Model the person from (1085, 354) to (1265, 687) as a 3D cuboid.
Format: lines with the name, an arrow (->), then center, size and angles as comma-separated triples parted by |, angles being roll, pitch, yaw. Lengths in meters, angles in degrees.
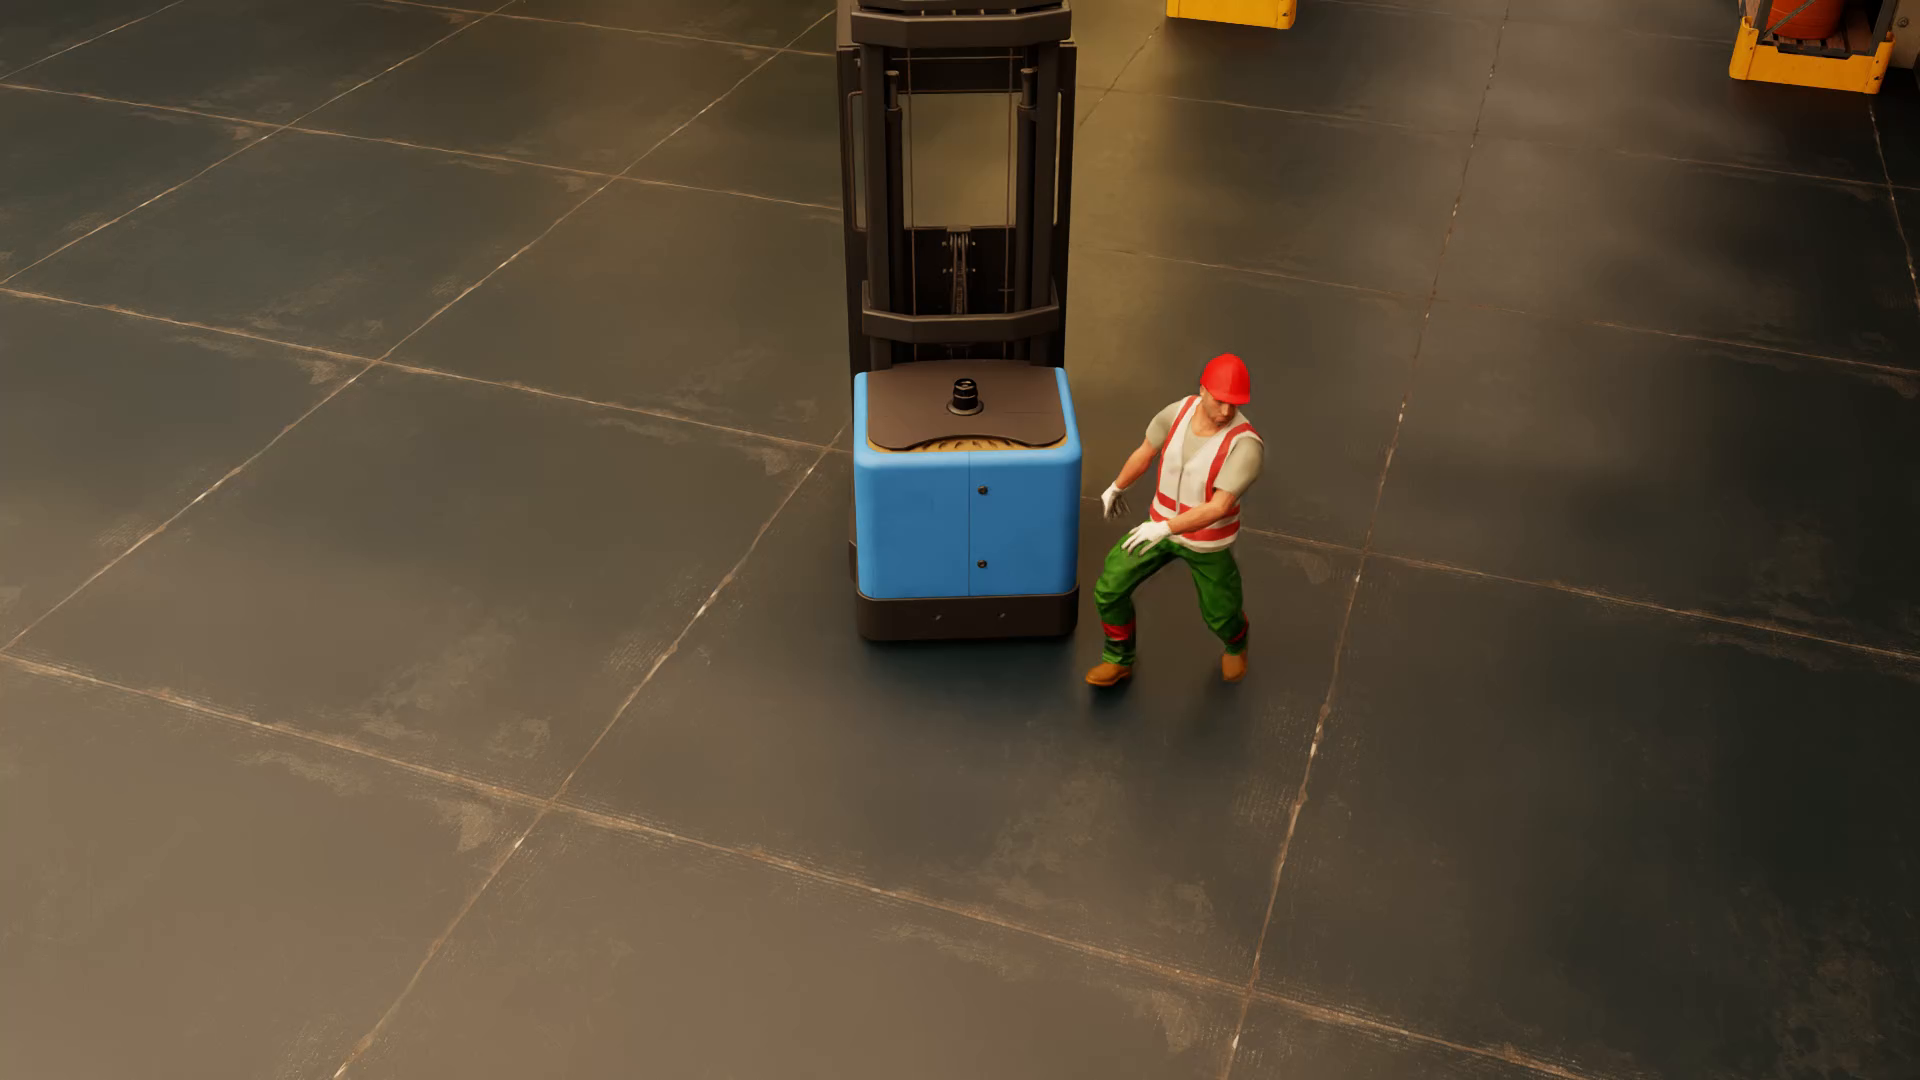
person -> 0.919, -0.062, 7.298 | 0.756, 1.697, 0.828 | 24, 42, 30

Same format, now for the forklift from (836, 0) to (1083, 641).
forklift -> -0.029, -1.547, 8.293 | 1.130, 2.935, 3.031 | -2, 35, -2
